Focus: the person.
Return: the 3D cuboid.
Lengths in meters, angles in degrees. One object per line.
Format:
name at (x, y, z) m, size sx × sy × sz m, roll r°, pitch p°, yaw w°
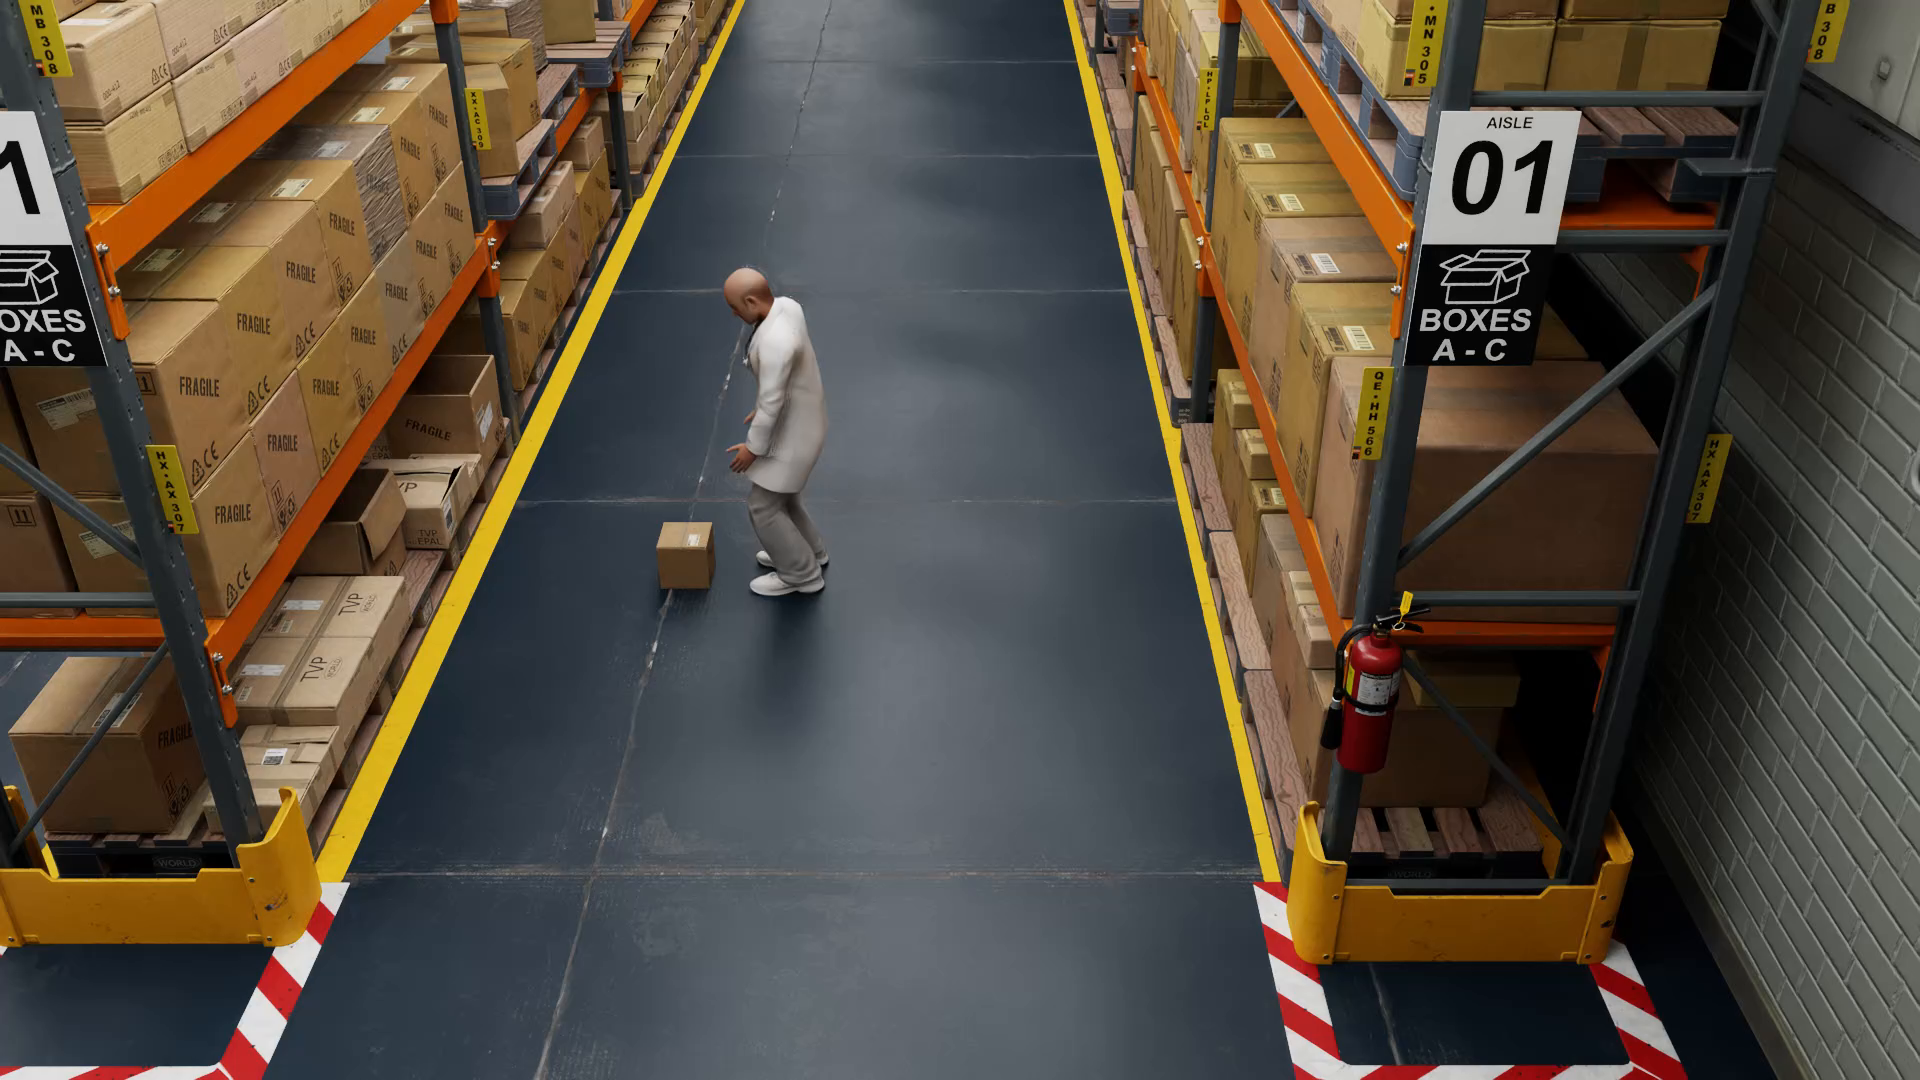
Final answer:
person at (-0.880, -0.519, 8.101) m, size 0.466 × 1.693 × 0.599 m, roll 1°, pitch 31°, yaw 1°
